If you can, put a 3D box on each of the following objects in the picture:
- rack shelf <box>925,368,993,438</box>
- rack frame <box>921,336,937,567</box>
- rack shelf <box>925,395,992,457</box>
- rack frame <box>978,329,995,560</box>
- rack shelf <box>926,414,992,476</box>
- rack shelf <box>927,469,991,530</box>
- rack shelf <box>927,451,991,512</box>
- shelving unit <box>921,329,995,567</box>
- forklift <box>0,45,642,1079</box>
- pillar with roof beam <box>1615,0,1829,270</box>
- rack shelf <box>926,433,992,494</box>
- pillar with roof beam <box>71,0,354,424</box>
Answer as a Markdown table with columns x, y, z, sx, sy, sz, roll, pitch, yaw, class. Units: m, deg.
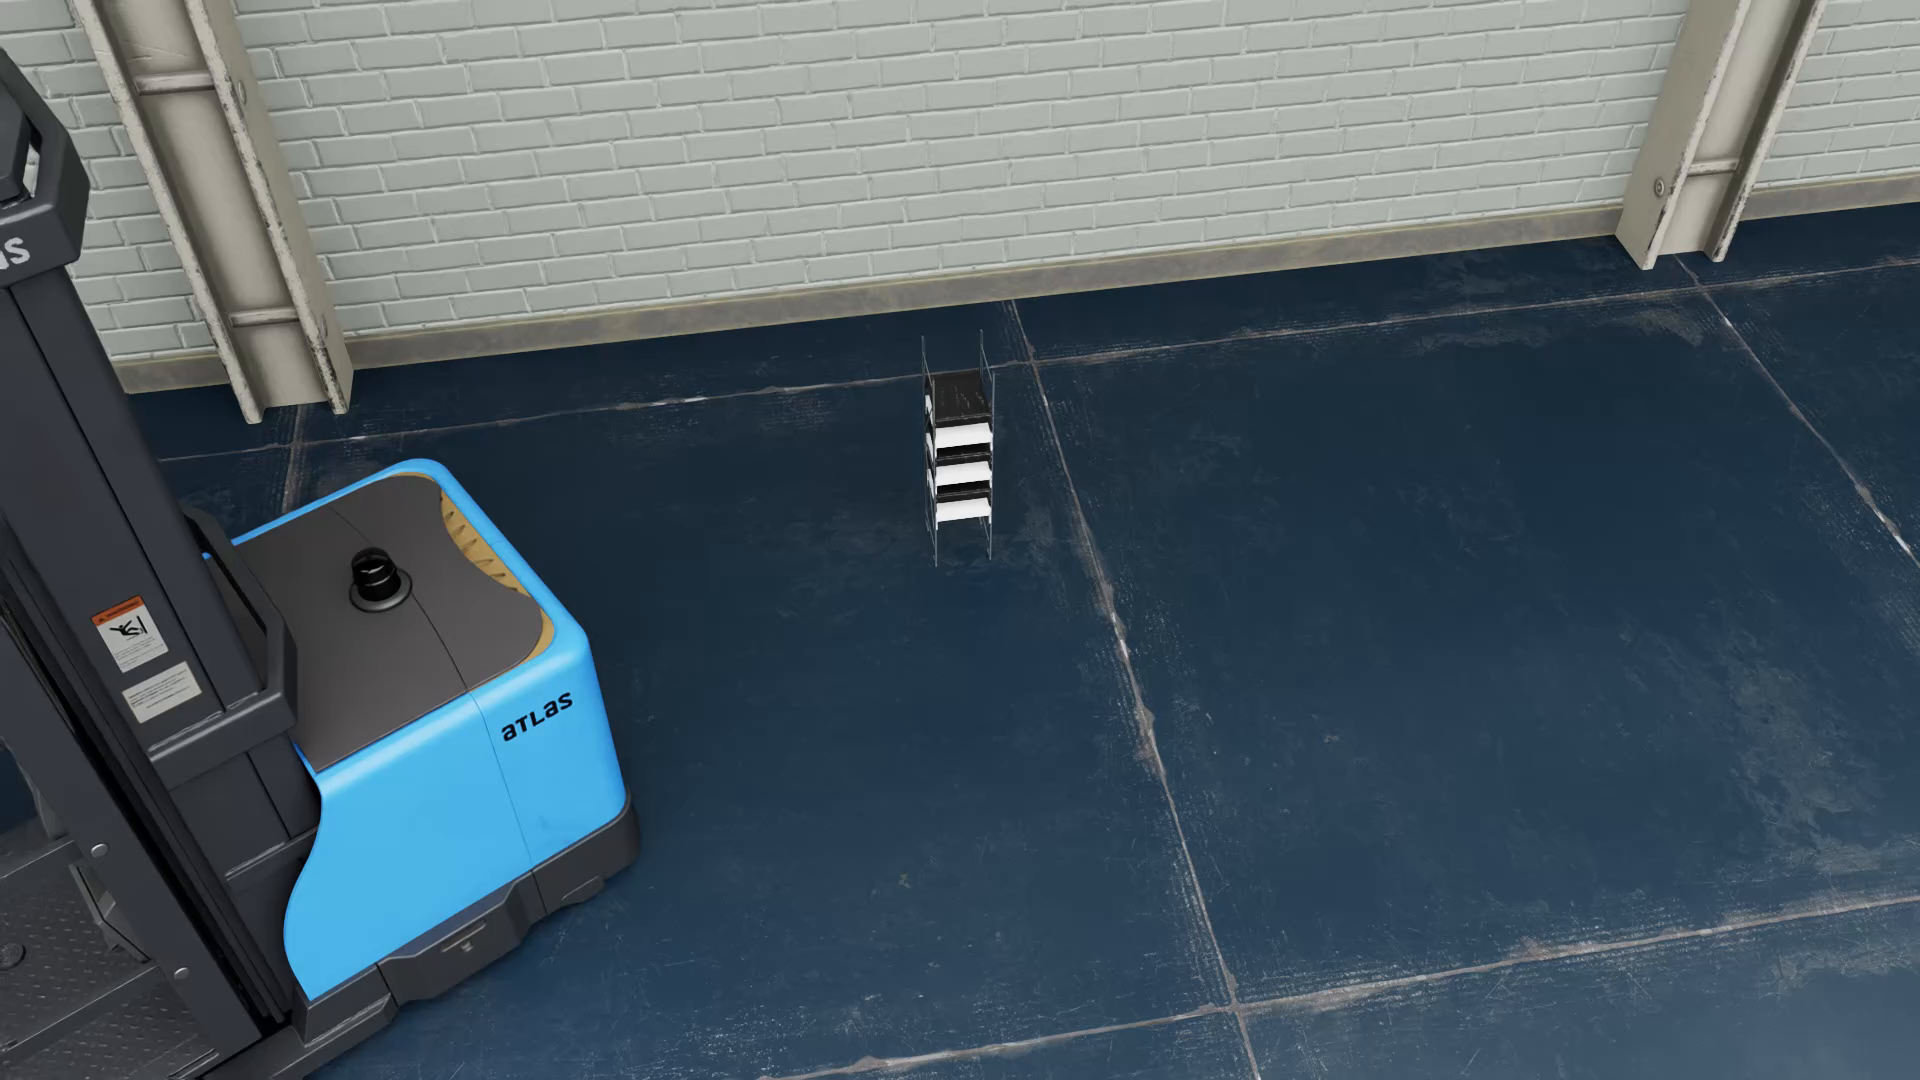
| x | y | z | sx | sy | sz | roll | pitch | yaw | class |
| --- | --- | --- | --- | --- | --- | --- | --- | --- | --- |
| -0.008 | -0.475 | 5.755 | 0.200 | 0.077 | 0.258 | -7 | 46 | -7 | rack shelf |
| -0.108 | -0.299 | 5.913 | 0.006 | 0.900 | 0.240 | -7 | 46 | -7 | rack frame |
| -0.008 | -0.413 | 5.819 | 0.200 | 0.077 | 0.258 | -7 | 46 | -7 | rack shelf |
| 0.092 | -0.324 | 5.937 | 0.006 | 0.900 | 0.240 | -7 | 46 | -7 | rack frame |
| -0.008 | -0.351 | 5.884 | 0.200 | 0.077 | 0.258 | -7 | 46 | -7 | rack shelf |
| -0.008 | -0.163 | 6.079 | 0.200 | 0.077 | 0.258 | -7 | 46 | -7 | rack shelf |
| -0.008 | -0.226 | 6.014 | 0.200 | 0.077 | 0.258 | -7 | 46 | -7 | rack shelf |
| -0.008 | -0.311 | 5.925 | 0.210 | 0.900 | 0.258 | -7 | 46 | -7 | shelving unit |
| -2.468 | 0.389 | 3.840 | 3.031 | 2.935 | 1.130 | -30 | 53 | -26 | forklift |
| 3.941 | -1.405 | 1.355 | 0.400 | 9.000 | 9.100 | -7 | 46 | -7 | pillar with roof beam |
| -0.008 | -0.288 | 5.949 | 0.200 | 0.077 | 0.258 | -7 | 46 | -7 | rack shelf |
| -1.971 | -0.668 | 0.645 | 0.400 | 9.000 | 9.100 | -7 | 46 | -7 | pillar with roof beam |
